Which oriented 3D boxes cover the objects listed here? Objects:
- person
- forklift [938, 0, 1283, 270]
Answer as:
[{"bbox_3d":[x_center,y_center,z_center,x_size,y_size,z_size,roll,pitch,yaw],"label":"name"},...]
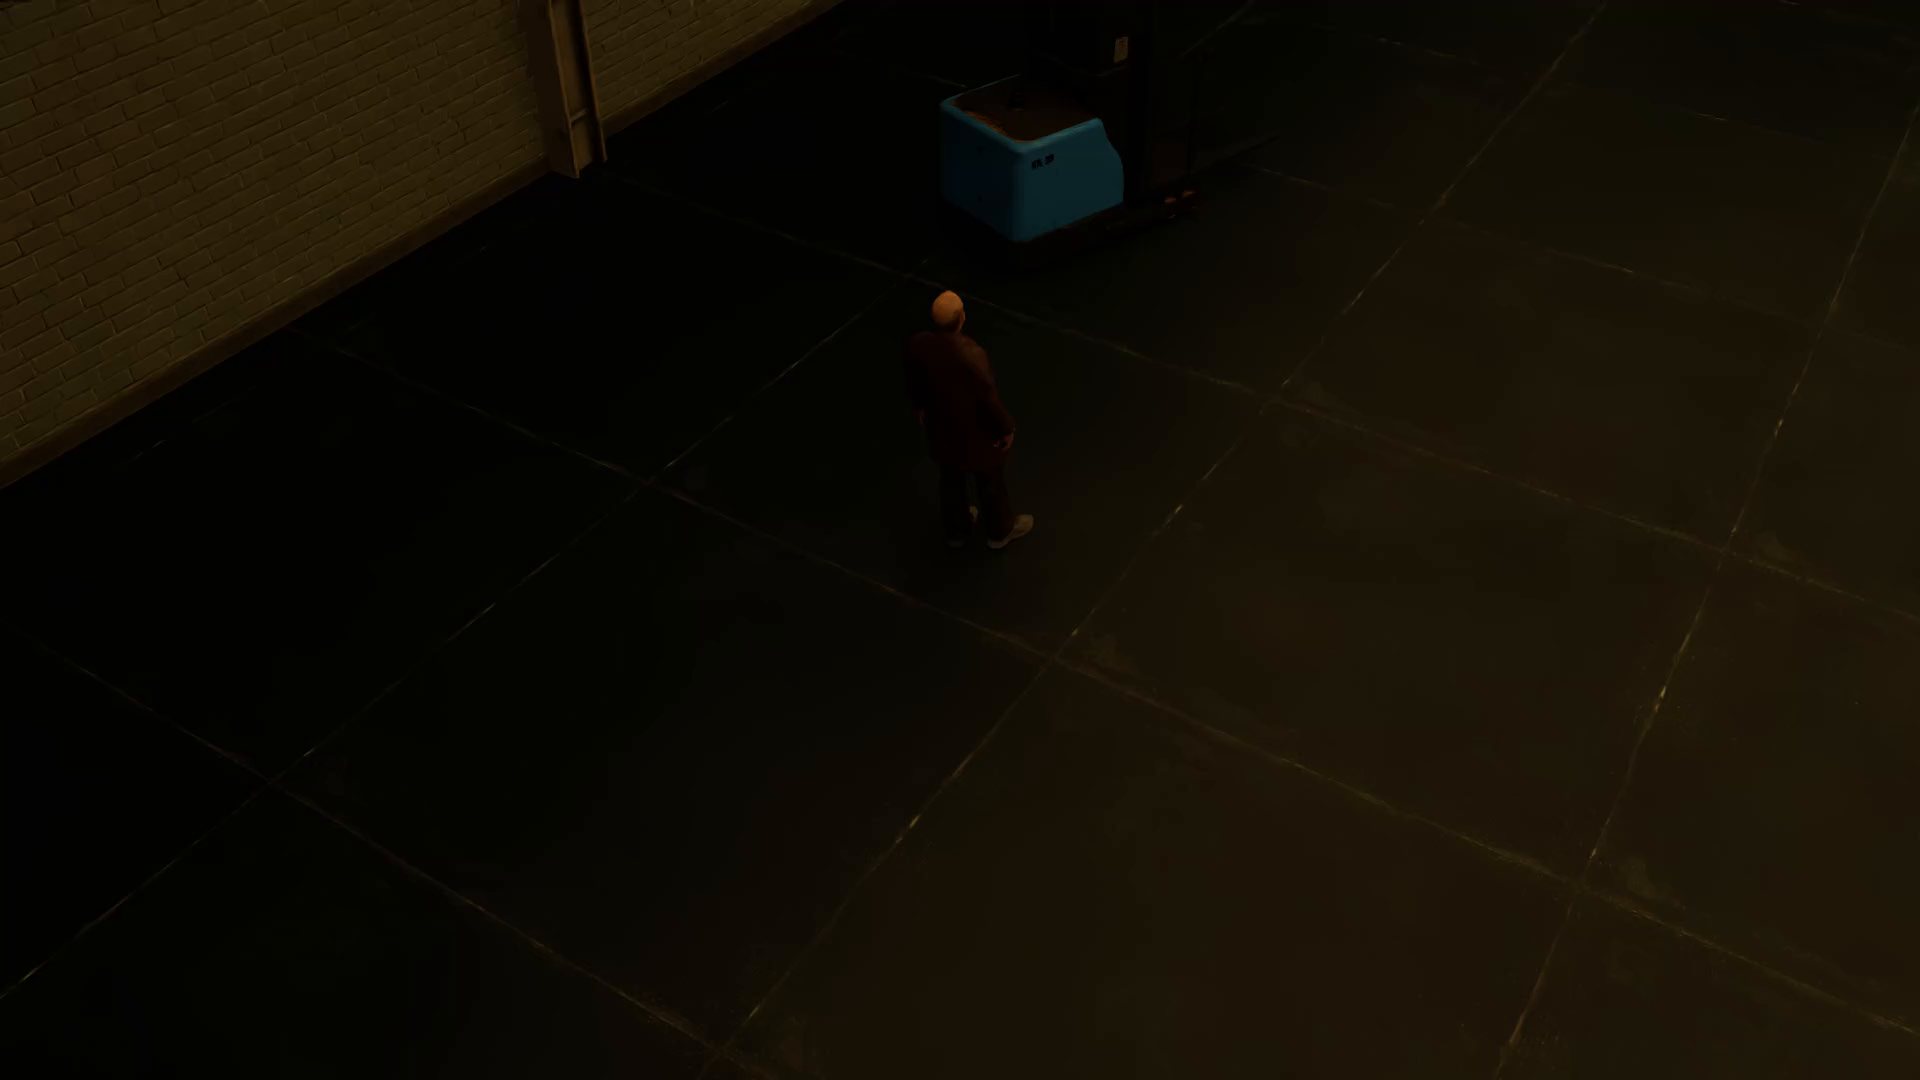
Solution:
[{"bbox_3d":[0.054,-0.734,9.713,0.694,1.776,0.575,22,45,24],"label":"person"},{"bbox_3d":[1.304,-3.930,12.605,3.031,2.935,1.130,-26,47,-28],"label":"forklift"}]
